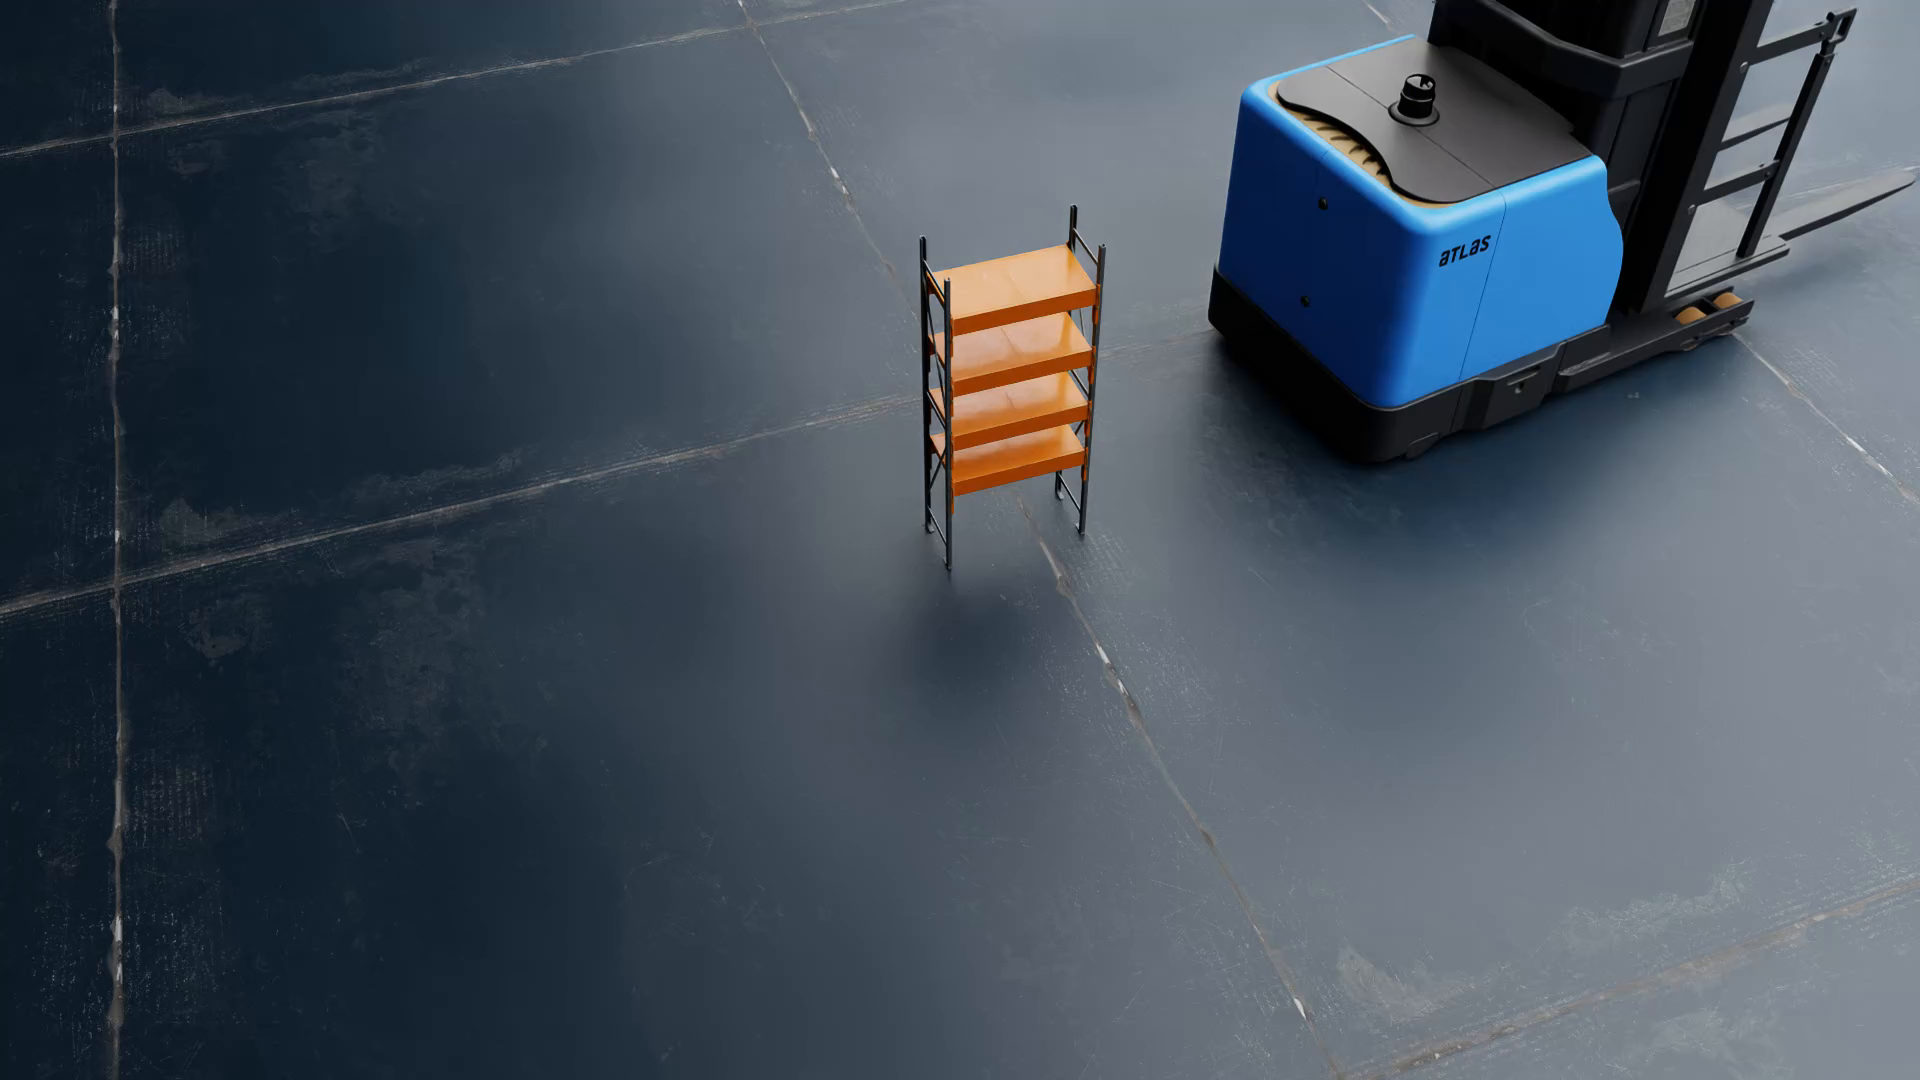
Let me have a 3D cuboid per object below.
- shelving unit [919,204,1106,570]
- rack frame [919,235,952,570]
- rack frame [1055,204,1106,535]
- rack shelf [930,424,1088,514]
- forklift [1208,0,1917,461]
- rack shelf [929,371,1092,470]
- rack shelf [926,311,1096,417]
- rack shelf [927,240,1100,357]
[{"bbox_3d":[0.156,-0.463,5.365,0.503,1.200,0.258,-14,47,-14],"label":"shelving unit"},{"bbox_3d":[-0.074,-0.405,5.306,0.015,1.200,0.240,-14,47,-14],"label":"rack frame"},{"bbox_3d":[0.385,-0.522,5.423,0.015,1.200,0.240,-14,47,-14],"label":"rack frame"},{"bbox_3d":[0.156,-0.276,5.553,0.480,0.148,0.258,-14,47,-14],"label":"rack shelf"},{"bbox_3d":[2.513,-2.080,5.754,3.031,2.935,1.130,-21,49,-20],"label":"forklift"},{"bbox_3d":[0.156,-0.416,5.412,0.480,0.148,0.258,-14,47,-14],"label":"rack shelf"},{"bbox_3d":[0.156,-0.574,5.254,0.480,0.148,0.258,-14,47,-14],"label":"rack shelf"},{"bbox_3d":[0.156,-0.741,5.086,0.480,0.148,0.258,-14,47,-14],"label":"rack shelf"}]
